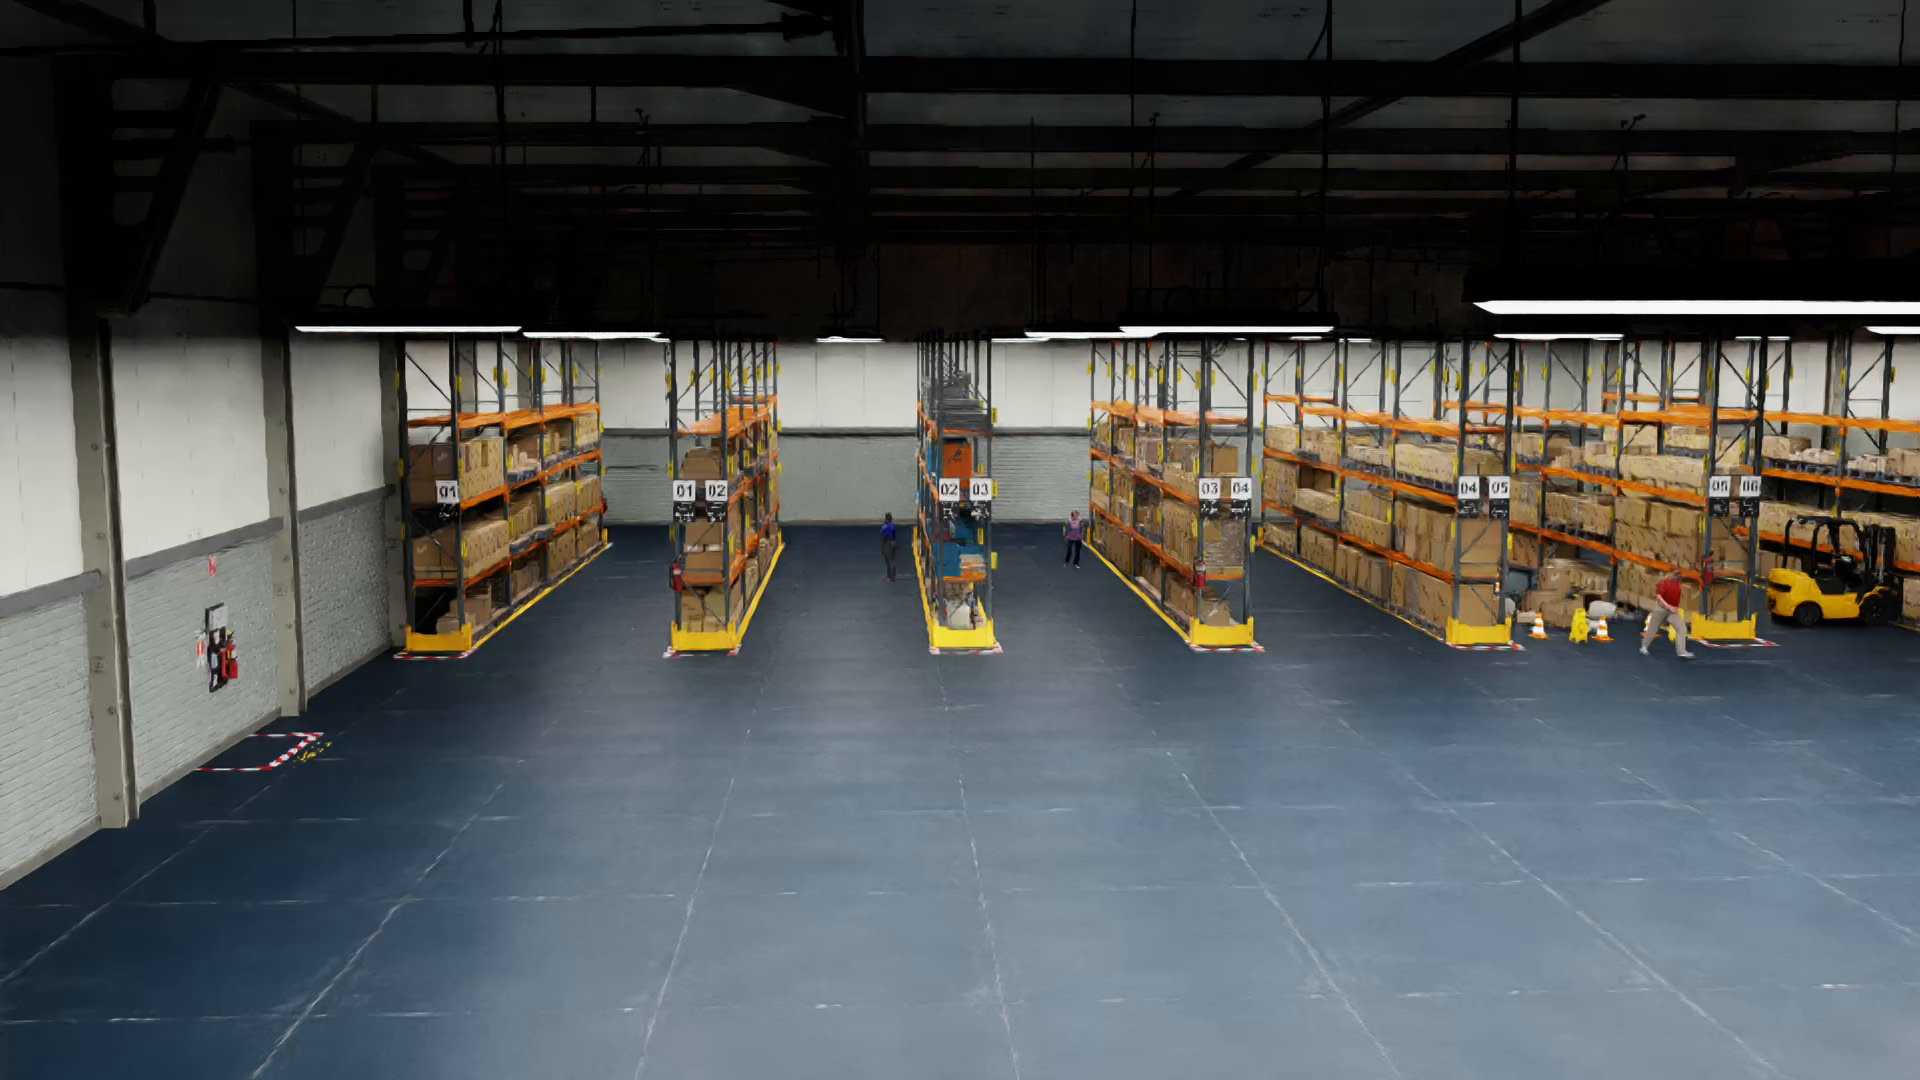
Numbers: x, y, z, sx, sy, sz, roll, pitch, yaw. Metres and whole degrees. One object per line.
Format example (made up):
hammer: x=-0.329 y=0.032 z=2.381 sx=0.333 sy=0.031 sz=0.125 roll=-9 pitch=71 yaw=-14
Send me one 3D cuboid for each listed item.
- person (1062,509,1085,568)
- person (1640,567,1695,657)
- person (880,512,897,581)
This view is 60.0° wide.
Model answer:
person: x=2.896 y=-0.035 z=42.460 sx=0.566 sy=1.541 sz=0.519 roll=-1 pitch=7 yaw=-5
person: x=12.980 y=1.299 z=30.530 sx=0.701 sy=1.660 sz=0.857 roll=-2 pitch=7 yaw=-19
person: x=-1.735 y=0.151 z=40.270 sx=0.528 sy=1.656 sz=0.531 roll=3 pitch=8 yaw=27
